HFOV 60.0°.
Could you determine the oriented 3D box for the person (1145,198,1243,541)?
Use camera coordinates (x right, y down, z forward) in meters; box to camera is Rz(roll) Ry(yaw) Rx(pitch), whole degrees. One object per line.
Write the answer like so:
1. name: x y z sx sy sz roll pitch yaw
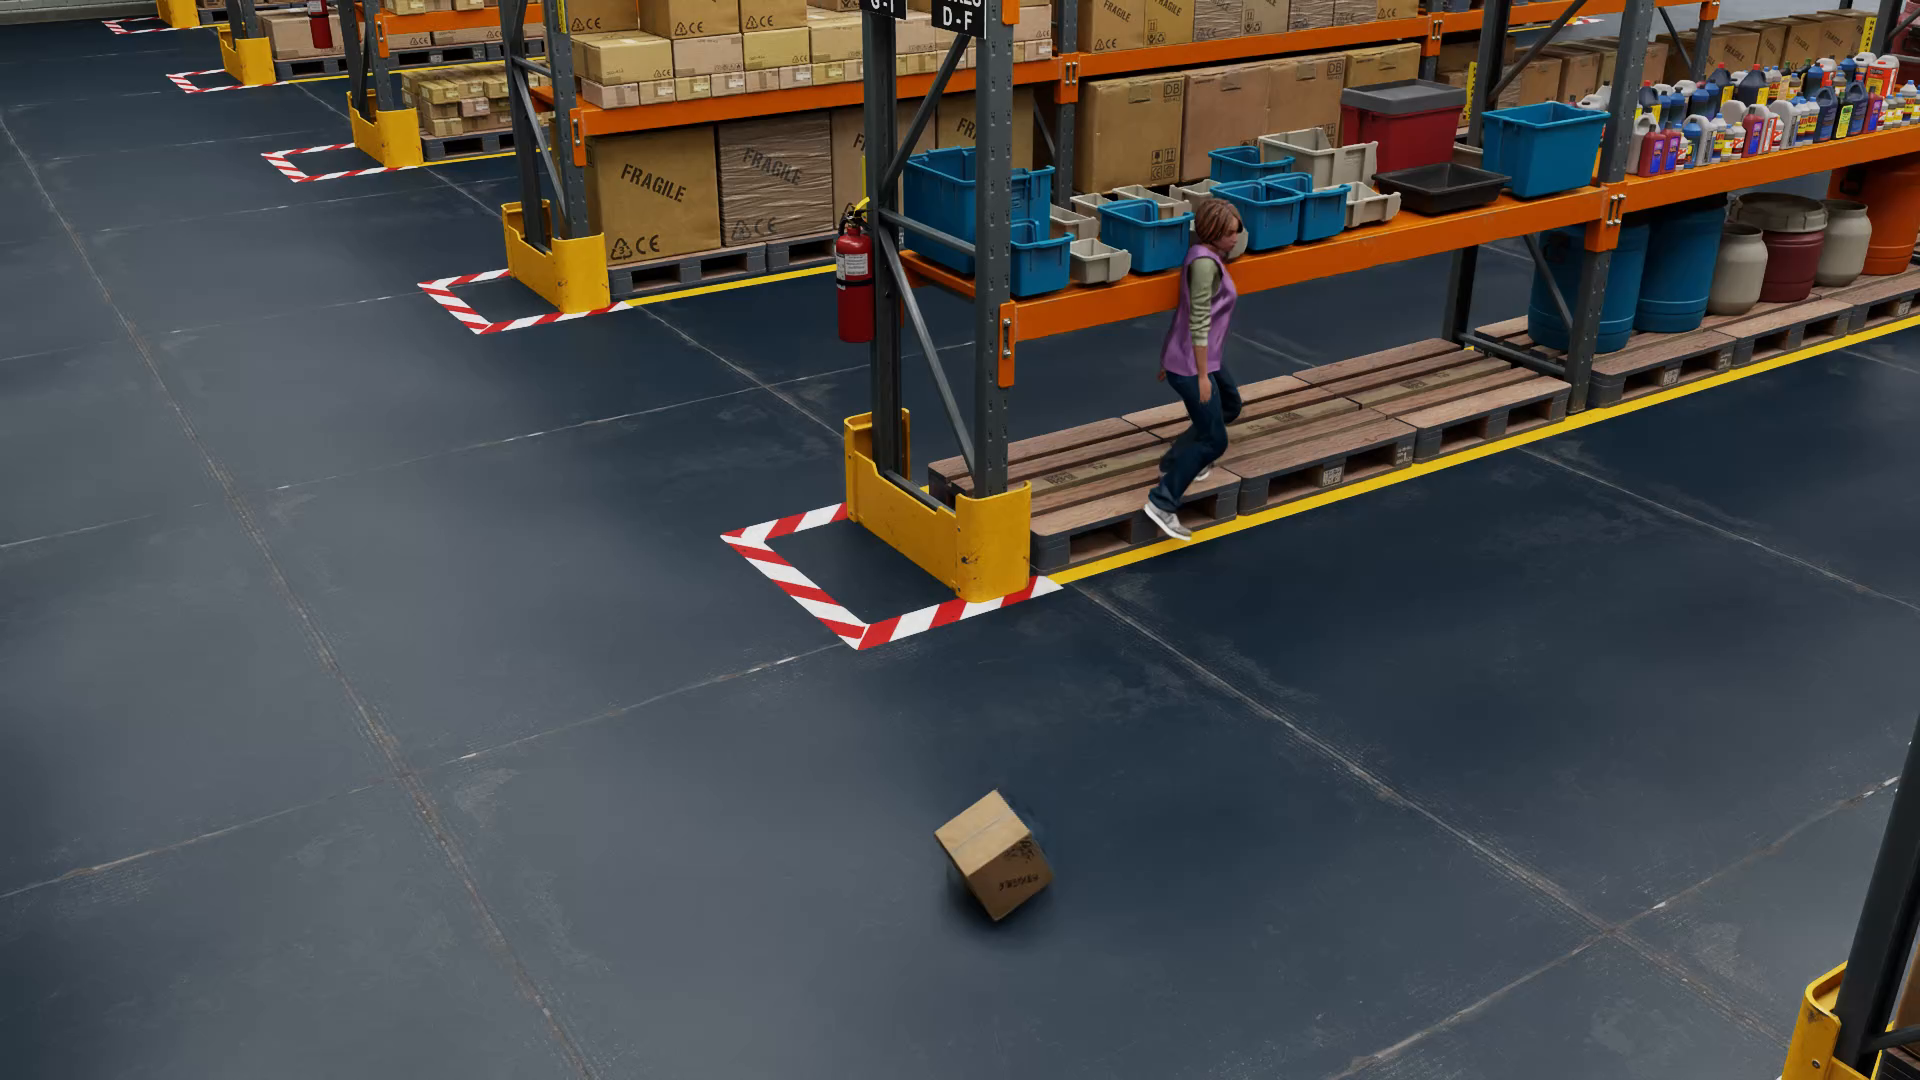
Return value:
1. person: 1.102 -0.794 7.672 0.447 1.582 0.492 3 26 5
